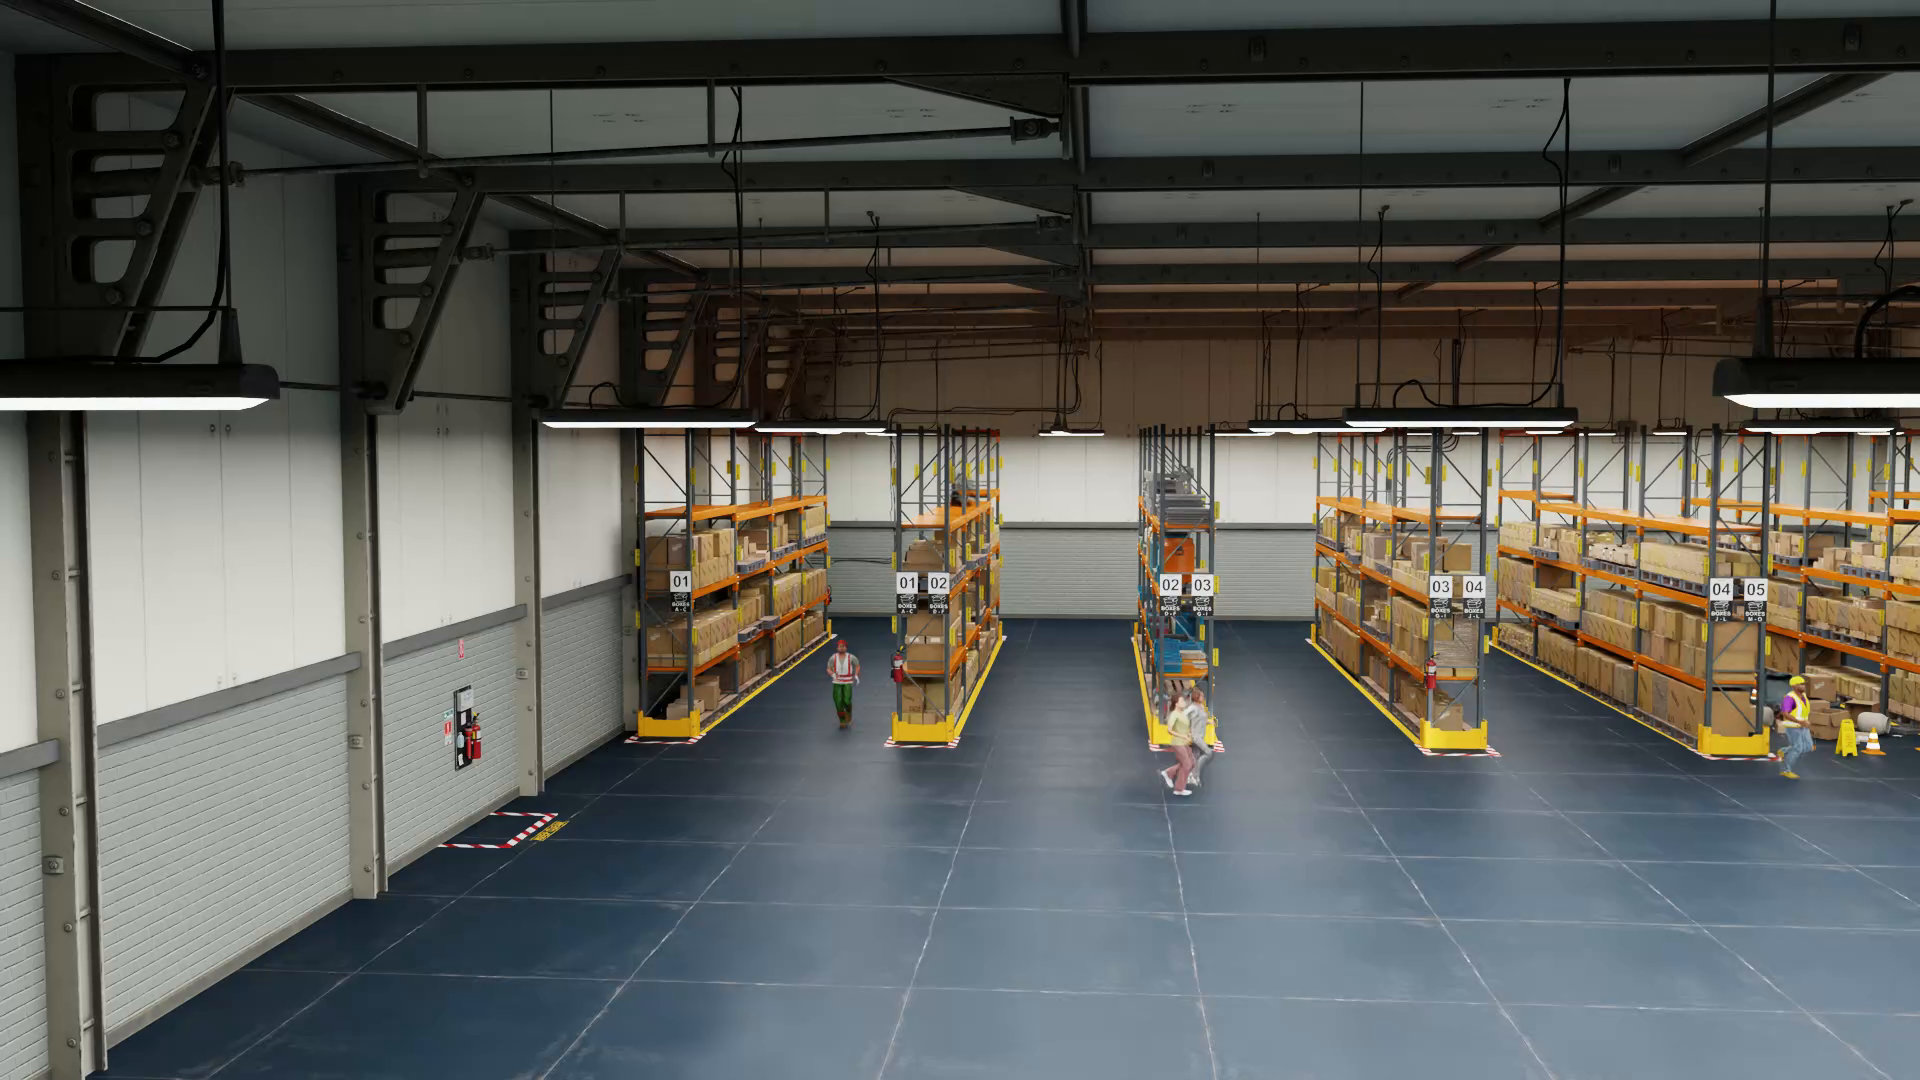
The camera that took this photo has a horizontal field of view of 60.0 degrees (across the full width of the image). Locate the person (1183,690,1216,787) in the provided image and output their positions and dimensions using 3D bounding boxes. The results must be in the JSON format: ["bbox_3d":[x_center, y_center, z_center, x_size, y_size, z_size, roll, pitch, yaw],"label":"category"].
[{"bbox_3d":[3.913,3.264,27.355,0.625,1.563,0.519,2,4,25],"label":"person"}]

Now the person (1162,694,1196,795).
[{"bbox_3d":[3.499,3.281,26.720,0.567,1.620,0.578,2,4,26],"label":"person"}]

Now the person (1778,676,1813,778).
[{"bbox_3d":[14.155,3.154,28.112,0.733,1.724,0.658,-2,4,-35],"label":"person"}]

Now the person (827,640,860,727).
[{"bbox_3d":[-2.322,2.846,32.864,0.649,1.744,0.578,0,3,3],"label":"person"}]
